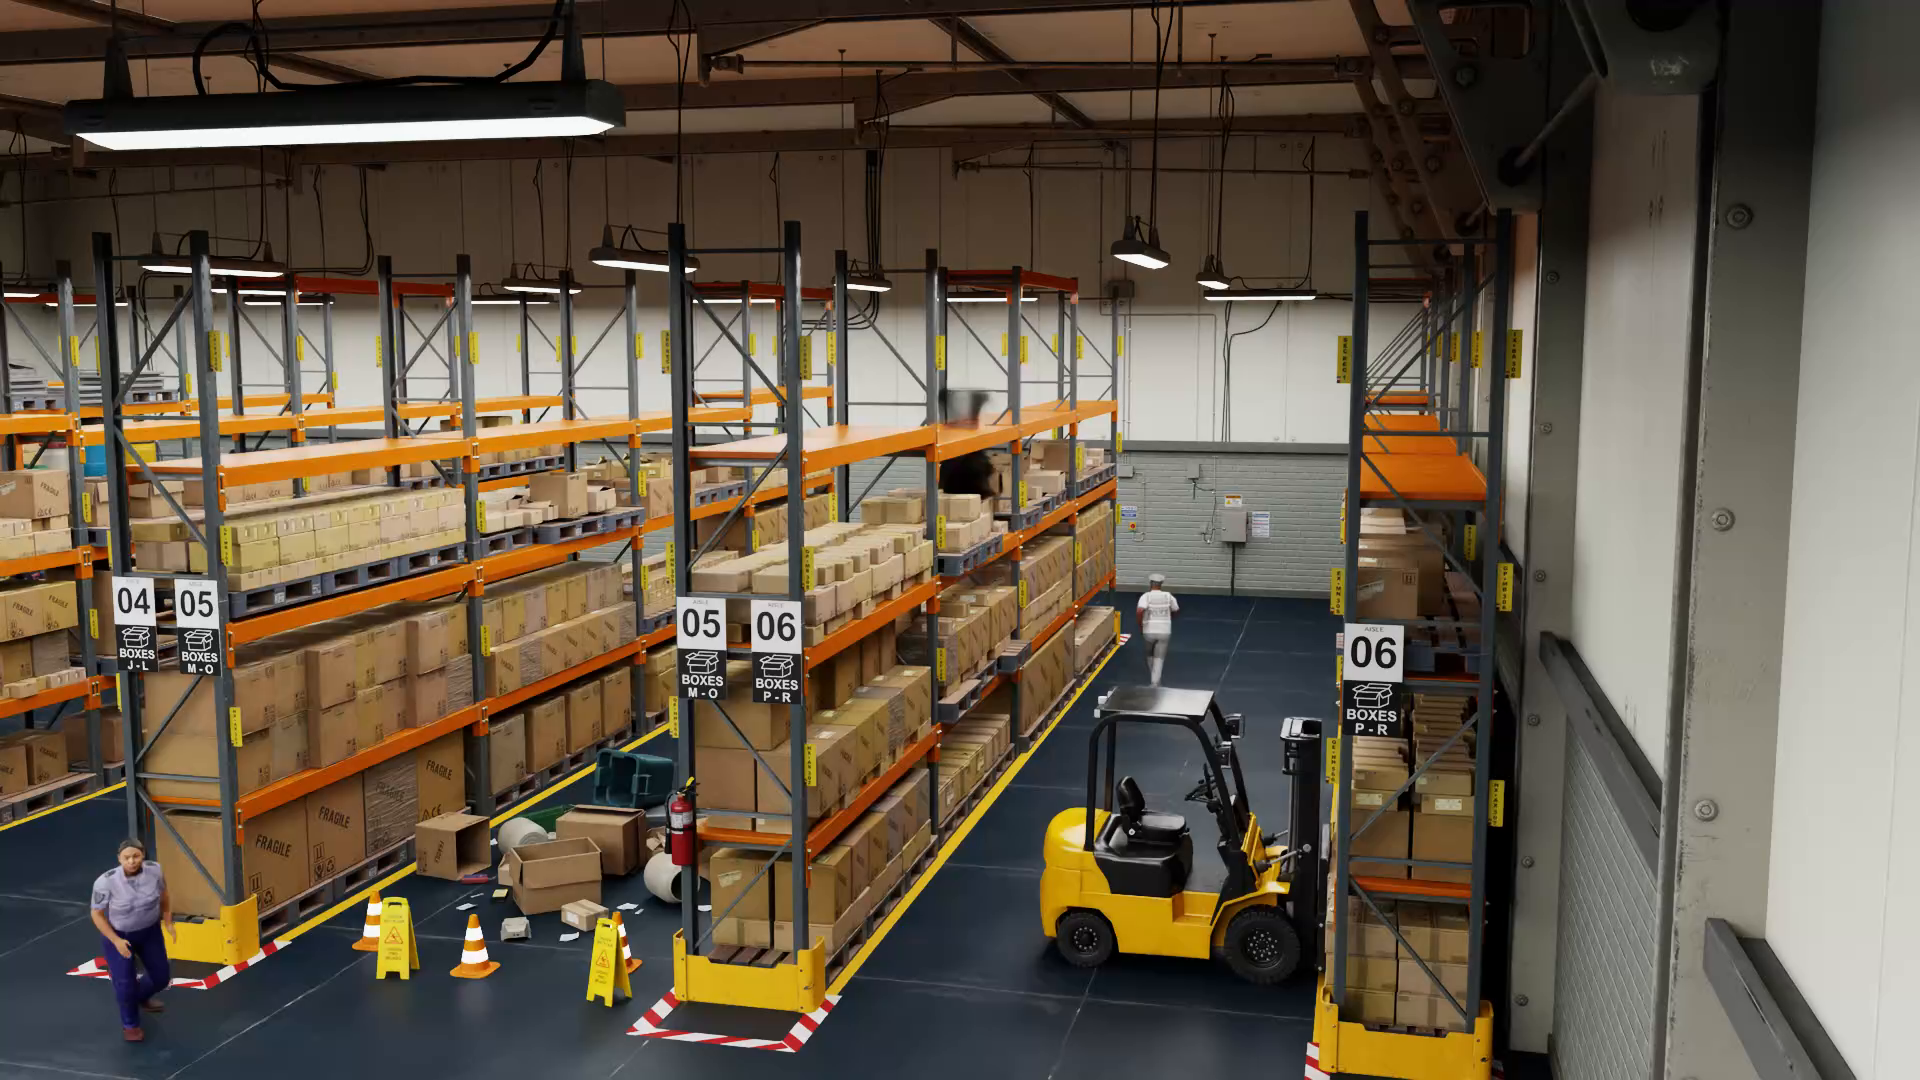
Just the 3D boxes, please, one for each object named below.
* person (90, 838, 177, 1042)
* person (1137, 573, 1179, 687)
[{"bbox_3d":[-6.106,2.912,12.245,0.679,1.554,0.593,6,9,42],"label":"person"},{"bbox_3d":[2.856,1.391,23.986,0.630,1.753,0.833,0,7,4],"label":"person"}]
